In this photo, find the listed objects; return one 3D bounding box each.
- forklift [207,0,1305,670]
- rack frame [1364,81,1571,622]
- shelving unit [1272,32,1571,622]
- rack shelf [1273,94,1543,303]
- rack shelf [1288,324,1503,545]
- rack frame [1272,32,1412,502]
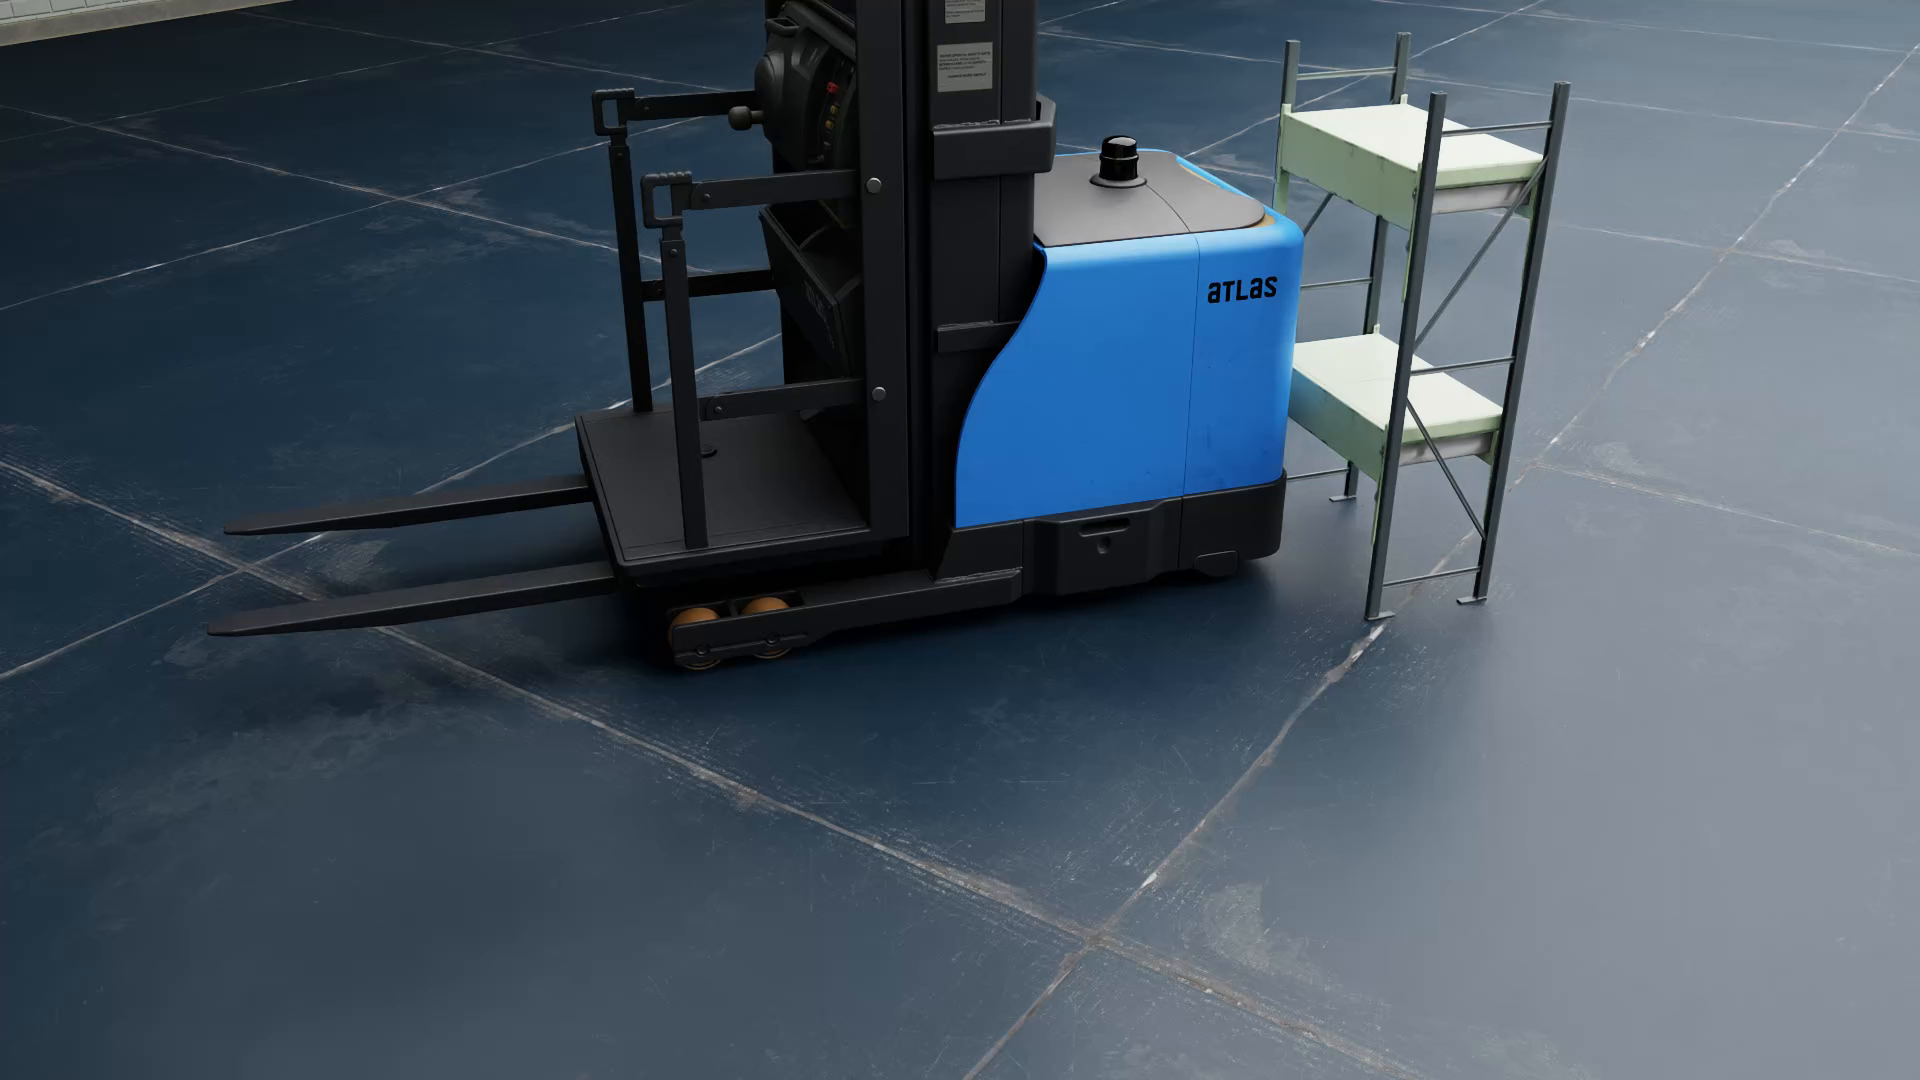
[{"bbox_3d":[-0.600,-1.219,4.414,3.031,2.935,1.130,-8,28,-16],"label":"forklift"},{"bbox_3d":[1.360,-0.467,4.514,0.400,1.500,0.023,-9,28,-17],"label":"rack frame"},{"bbox_3d":[1.241,-0.624,4.823,0.431,1.500,0.755,-9,28,-17],"label":"shelving unit"},{"bbox_3d":[1.241,-0.972,4.646,0.431,0.370,0.720,-9,28,-17],"label":"rack shelf"},{"bbox_3d":[1.241,-0.334,4.971,0.431,0.370,0.720,-9,28,-17],"label":"rack shelf"},{"bbox_3d":[1.122,-0.781,5.131,0.400,1.500,0.023,-9,28,-17],"label":"rack frame"}]
